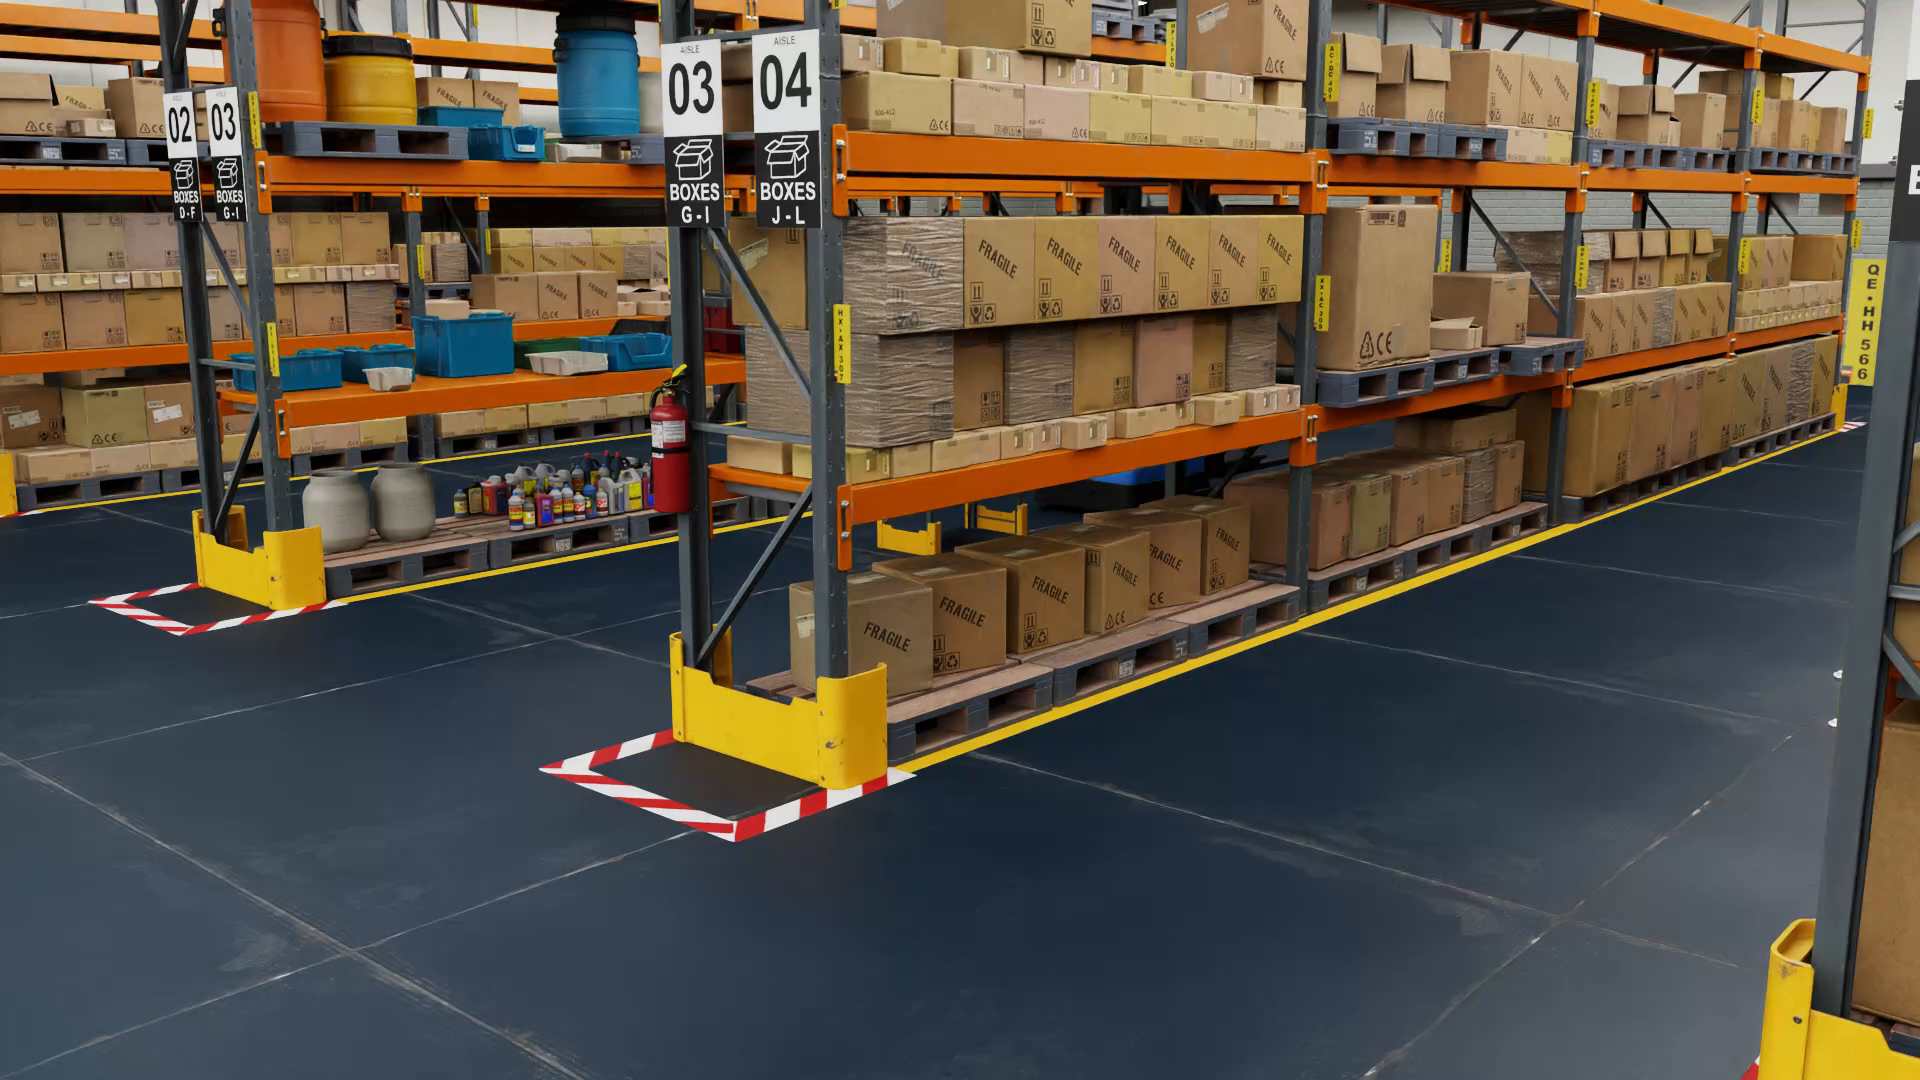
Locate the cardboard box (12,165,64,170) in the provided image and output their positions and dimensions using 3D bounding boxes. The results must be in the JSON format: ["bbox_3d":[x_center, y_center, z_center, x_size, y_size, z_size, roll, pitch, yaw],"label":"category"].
[{"bbox_3d":[-10.252,-4.239,18.309,0.500,0.500,0.500,9,14,38],"label":"cardboard box"}]

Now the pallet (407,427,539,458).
[{"bbox_3d":[-5.243,-1.080,17.581,1.003,0.211,1.213,10,15,40],"label":"pallet"}]

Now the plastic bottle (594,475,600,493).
[{"bbox_3d":[-2.721,-0.360,12.665,0.061,0.283,0.133,10,15,40],"label":"plastic bottle"}]

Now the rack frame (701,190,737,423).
[{"bbox_3d":[-3.060,-2.923,19.687,1.000,3.000,0.127,10,15,40],"label":"rack frame"}]

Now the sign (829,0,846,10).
[{"bbox_3d":[-0.494,-2.294,6.648,0.100,0.325,0.005,10,15,40],"label":"sign"}]

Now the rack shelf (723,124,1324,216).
[{"bbox_3d":[0.418,-1.877,8.628,1.077,0.370,4.000,10,15,40],"label":"rack shelf"}]

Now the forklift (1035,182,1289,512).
[{"bbox_3d":[1.996,-1.849,14.486,1.130,2.935,3.031,10,15,41],"label":"forklift"}]

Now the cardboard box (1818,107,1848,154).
[{"bbox_3d":[9.357,-4.510,18.392,0.700,0.500,0.500,9,14,37],"label":"cardboard box"}]

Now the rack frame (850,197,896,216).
[{"bbox_3d":[-1.502,-4.740,28.783,1.000,3.000,0.127,10,15,40],"label":"rack frame"}]

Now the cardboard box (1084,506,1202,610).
[{"bbox_3d":[1.072,0.106,9.833,0.500,0.500,0.500,-7,13,-30],"label":"cardboard box"}]

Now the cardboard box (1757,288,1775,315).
[{"bbox_3d":[7.859,-2.410,16.743,0.500,0.250,0.500,10,15,40],"label":"cardboard box"}]

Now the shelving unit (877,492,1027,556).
[{"bbox_3d":[-0.050,-0.724,12.508,0.587,1.500,1.083,10,15,40],"label":"shelving unit"}]

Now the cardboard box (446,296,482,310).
[{"bbox_3d":[-5.258,-2.422,17.520,0.396,0.266,0.258,9,15,39],"label":"cardboard box"}]

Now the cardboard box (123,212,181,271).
[{"bbox_3d":[-7.313,-2.658,14.794,0.700,0.500,0.500,10,15,41],"label":"cardboard box"}]

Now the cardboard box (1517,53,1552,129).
[{"bbox_3d":[3.922,-3.227,12.021,0.500,0.500,0.500,10,15,40],"label":"cardboard box"}]

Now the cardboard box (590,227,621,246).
[{"bbox_3d":[-5.276,-4.398,24.091,0.500,0.250,0.500,9,15,39],"label":"cardboard box"}]

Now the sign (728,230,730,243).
[{"bbox_3d":[-2.641,-3.419,19.216,0.100,0.325,0.005,10,15,40],"label":"sign"}]

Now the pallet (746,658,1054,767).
[{"bbox_3d":[-0.289,0.777,8.283,1.003,0.211,1.213,10,15,40],"label":"pallet"}]

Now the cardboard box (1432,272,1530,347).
[{"bbox_3d":[3.759,-1.717,12.321,0.500,0.500,0.700,-9,15,-39],"label":"cardboard box"}]

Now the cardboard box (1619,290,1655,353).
[{"bbox_3d":[5.579,-1.879,14.204,0.500,0.500,0.500,9,15,39],"label":"cardboard box"}]

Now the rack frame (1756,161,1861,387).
[{"bbox_3d":[9.660,-2.818,19.164,1.000,3.000,0.127,10,15,40],"label":"rack frame"}]

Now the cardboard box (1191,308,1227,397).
[{"bbox_3d":[1.039,-1.121,9.649,0.875,0.500,0.500,10,15,40],"label":"cardboard box"}]

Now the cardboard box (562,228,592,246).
[{"bbox_3d":[-5.609,-4.322,23.711,0.500,0.250,0.500,10,15,41],"label":"cardboard box"}]

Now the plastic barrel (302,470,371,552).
[{"bbox_3d":[-4.245,-0.197,11.321,0.421,0.512,0.421,0,11,0],"label":"plastic barrel"}]

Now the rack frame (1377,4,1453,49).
[{"bbox_3d":[5.939,-6.401,21.783,1.000,3.000,0.127,10,15,40],"label":"rack frame"}]

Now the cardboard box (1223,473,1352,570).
[{"bbox_3d":[2.160,-0.130,10.965,0.700,0.500,0.500,8,14,36],"label":"cardboard box"}]

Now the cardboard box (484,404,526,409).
[{"bbox_3d":[-4.906,-1.568,17.422,0.500,0.311,0.500,10,15,40],"label":"cardboard box"}]

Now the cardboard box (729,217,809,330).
[{"bbox_3d":[-0.724,-1.263,7.807,0.500,0.500,0.500,10,15,40],"label":"cardboard box"}]

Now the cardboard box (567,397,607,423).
[{"bbox_3d":[-4.233,-1.446,18.238,0.500,0.250,0.500,10,15,41],"label":"cardboard box"}]

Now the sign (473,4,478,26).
[{"bbox_3d":[-6.369,-6.933,21.860,0.100,0.325,0.005,10,15,40],"label":"sign"}]

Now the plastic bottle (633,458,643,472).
[{"bbox_3d":[-2.634,-0.522,13.479,0.061,0.283,0.133,10,15,40],"label":"plastic bottle"}]

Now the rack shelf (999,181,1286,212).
[{"bbox_3d":[1.979,-3.694,17.727,1.077,0.370,4.000,10,15,40],"label":"rack shelf"}]

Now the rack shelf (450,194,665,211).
[{"bbox_3d":[-5.463,-4.975,24.140,1.077,0.370,4.000,10,15,40],"label":"rack shelf"}]

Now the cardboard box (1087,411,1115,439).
[{"bbox_3d":[0.594,-0.614,8.771,0.380,0.149,0.250,10,15,40],"label":"cardboard box"}]

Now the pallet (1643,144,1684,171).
[{"bbox_3d":[5.500,-3.286,14.330,1.003,0.211,1.213,11,16,43],"label":"pallet"}]

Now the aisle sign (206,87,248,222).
[{"bbox_3d":[-4.450,-2.331,10.087,0.394,0.787,0.004,10,15,40],"label":"aisle sign"}]

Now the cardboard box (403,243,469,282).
[{"bbox_3d":[-7.086,-3.757,22.485,0.700,0.500,0.500,8,14,34],"label":"cardboard box"}]

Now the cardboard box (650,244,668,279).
[{"bbox_3d":[-4.588,-4.179,24.911,0.500,0.500,0.500,10,15,41],"label":"cardboard box"}]

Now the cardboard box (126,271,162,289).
[{"bbox_3d":[-7.240,-2.295,14.631,0.380,0.149,0.250,9,14,38],"label":"cardboard box"}]

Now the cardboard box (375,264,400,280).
[{"bbox_3d":[-5.719,-2.634,16.328,0.380,0.149,0.250,10,15,40],"label":"cardboard box"}]

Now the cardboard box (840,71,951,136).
[{"bbox_3d":[-0.390,-1.899,7.287,0.500,0.250,0.500,10,15,42],"label":"cardboard box"}]

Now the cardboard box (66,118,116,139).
[{"bbox_3d":[-7.432,-3.518,14.222,0.380,0.149,0.250,10,15,40],"label":"cardboard box"}]

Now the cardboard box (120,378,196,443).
[{"bbox_3d":[-7.170,-1.170,14.946,0.500,0.500,0.500,10,15,40],"label":"cardboard box"}]

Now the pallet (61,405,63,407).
[{"bbox_3d":[-9.840,-1.503,19.699,1.003,0.211,1.213,10,15,40],"label":"pallet"}]

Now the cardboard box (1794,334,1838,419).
[{"bbox_3d":[9.298,-1.878,18.808,0.875,0.875,0.875,10,15,40],"label":"cardboard box"}]

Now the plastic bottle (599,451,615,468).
[{"bbox_3d":[-2.826,-0.545,13.421,0.144,0.351,0.185,10,15,42],"label":"plastic bottle"}]

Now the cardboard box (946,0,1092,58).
[{"bbox_3d":[0.281,-2.559,7.915,0.500,0.500,0.500,10,15,40],"label":"cardboard box"}]

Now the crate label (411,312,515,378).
[{"bbox_3d":[-3.610,-1.428,12.112,0.502,0.435,0.616,10,15,40],"label":"crate label"}]

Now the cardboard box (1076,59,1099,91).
[{"bbox_3d":[0.468,-2.298,8.263,0.380,0.149,0.250,10,15,40],"label":"cardboard box"}]

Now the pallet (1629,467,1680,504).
[{"bbox_3d":[5.762,-0.559,14.971,1.003,0.211,1.213,10,15,40],"label":"pallet"}]

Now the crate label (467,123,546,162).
[{"bbox_3d":[-3.139,-2.736,11.470,0.502,0.251,0.408,10,15,40],"label":"crate label"}]

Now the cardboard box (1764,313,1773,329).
[{"bbox_3d":[7.984,-2.224,16.828,0.380,0.149,0.250,9,15,39],"label":"cardboard box"}]

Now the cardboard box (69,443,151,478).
[{"bbox_3d":[-7.492,-0.728,14.644,0.500,0.250,0.500,10,15,40],"label":"cardboard box"}]

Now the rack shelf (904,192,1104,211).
[{"bbox_3d":[0.901,-4.924,23.883,1.077,0.370,4.000,10,15,40],"label":"rack shelf"}]

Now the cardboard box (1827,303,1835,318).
[{"bbox_3d":[9.502,-2.562,18.521,0.380,0.149,0.250,10,15,41],"label":"cardboard box"}]

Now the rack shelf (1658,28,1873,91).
[{"bbox_3d":[8.340,-4.917,17.213,1.077,0.370,4.000,10,15,40],"label":"rack shelf"}]

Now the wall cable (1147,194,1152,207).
[{"bbox_3d":[2.500,-6.945,32.435,3.097,2.526,0.112,10,15,40],"label":"wall cable"}]

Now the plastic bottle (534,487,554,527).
[{"bbox_3d":[-3.028,-0.246,12.096,0.061,0.283,0.133,10,15,41],"label":"plastic bottle"}]

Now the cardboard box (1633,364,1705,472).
[{"bbox_3d":[6.023,-1.166,15.242,1.225,0.875,0.875,9,14,38],"label":"cardboard box"}]
